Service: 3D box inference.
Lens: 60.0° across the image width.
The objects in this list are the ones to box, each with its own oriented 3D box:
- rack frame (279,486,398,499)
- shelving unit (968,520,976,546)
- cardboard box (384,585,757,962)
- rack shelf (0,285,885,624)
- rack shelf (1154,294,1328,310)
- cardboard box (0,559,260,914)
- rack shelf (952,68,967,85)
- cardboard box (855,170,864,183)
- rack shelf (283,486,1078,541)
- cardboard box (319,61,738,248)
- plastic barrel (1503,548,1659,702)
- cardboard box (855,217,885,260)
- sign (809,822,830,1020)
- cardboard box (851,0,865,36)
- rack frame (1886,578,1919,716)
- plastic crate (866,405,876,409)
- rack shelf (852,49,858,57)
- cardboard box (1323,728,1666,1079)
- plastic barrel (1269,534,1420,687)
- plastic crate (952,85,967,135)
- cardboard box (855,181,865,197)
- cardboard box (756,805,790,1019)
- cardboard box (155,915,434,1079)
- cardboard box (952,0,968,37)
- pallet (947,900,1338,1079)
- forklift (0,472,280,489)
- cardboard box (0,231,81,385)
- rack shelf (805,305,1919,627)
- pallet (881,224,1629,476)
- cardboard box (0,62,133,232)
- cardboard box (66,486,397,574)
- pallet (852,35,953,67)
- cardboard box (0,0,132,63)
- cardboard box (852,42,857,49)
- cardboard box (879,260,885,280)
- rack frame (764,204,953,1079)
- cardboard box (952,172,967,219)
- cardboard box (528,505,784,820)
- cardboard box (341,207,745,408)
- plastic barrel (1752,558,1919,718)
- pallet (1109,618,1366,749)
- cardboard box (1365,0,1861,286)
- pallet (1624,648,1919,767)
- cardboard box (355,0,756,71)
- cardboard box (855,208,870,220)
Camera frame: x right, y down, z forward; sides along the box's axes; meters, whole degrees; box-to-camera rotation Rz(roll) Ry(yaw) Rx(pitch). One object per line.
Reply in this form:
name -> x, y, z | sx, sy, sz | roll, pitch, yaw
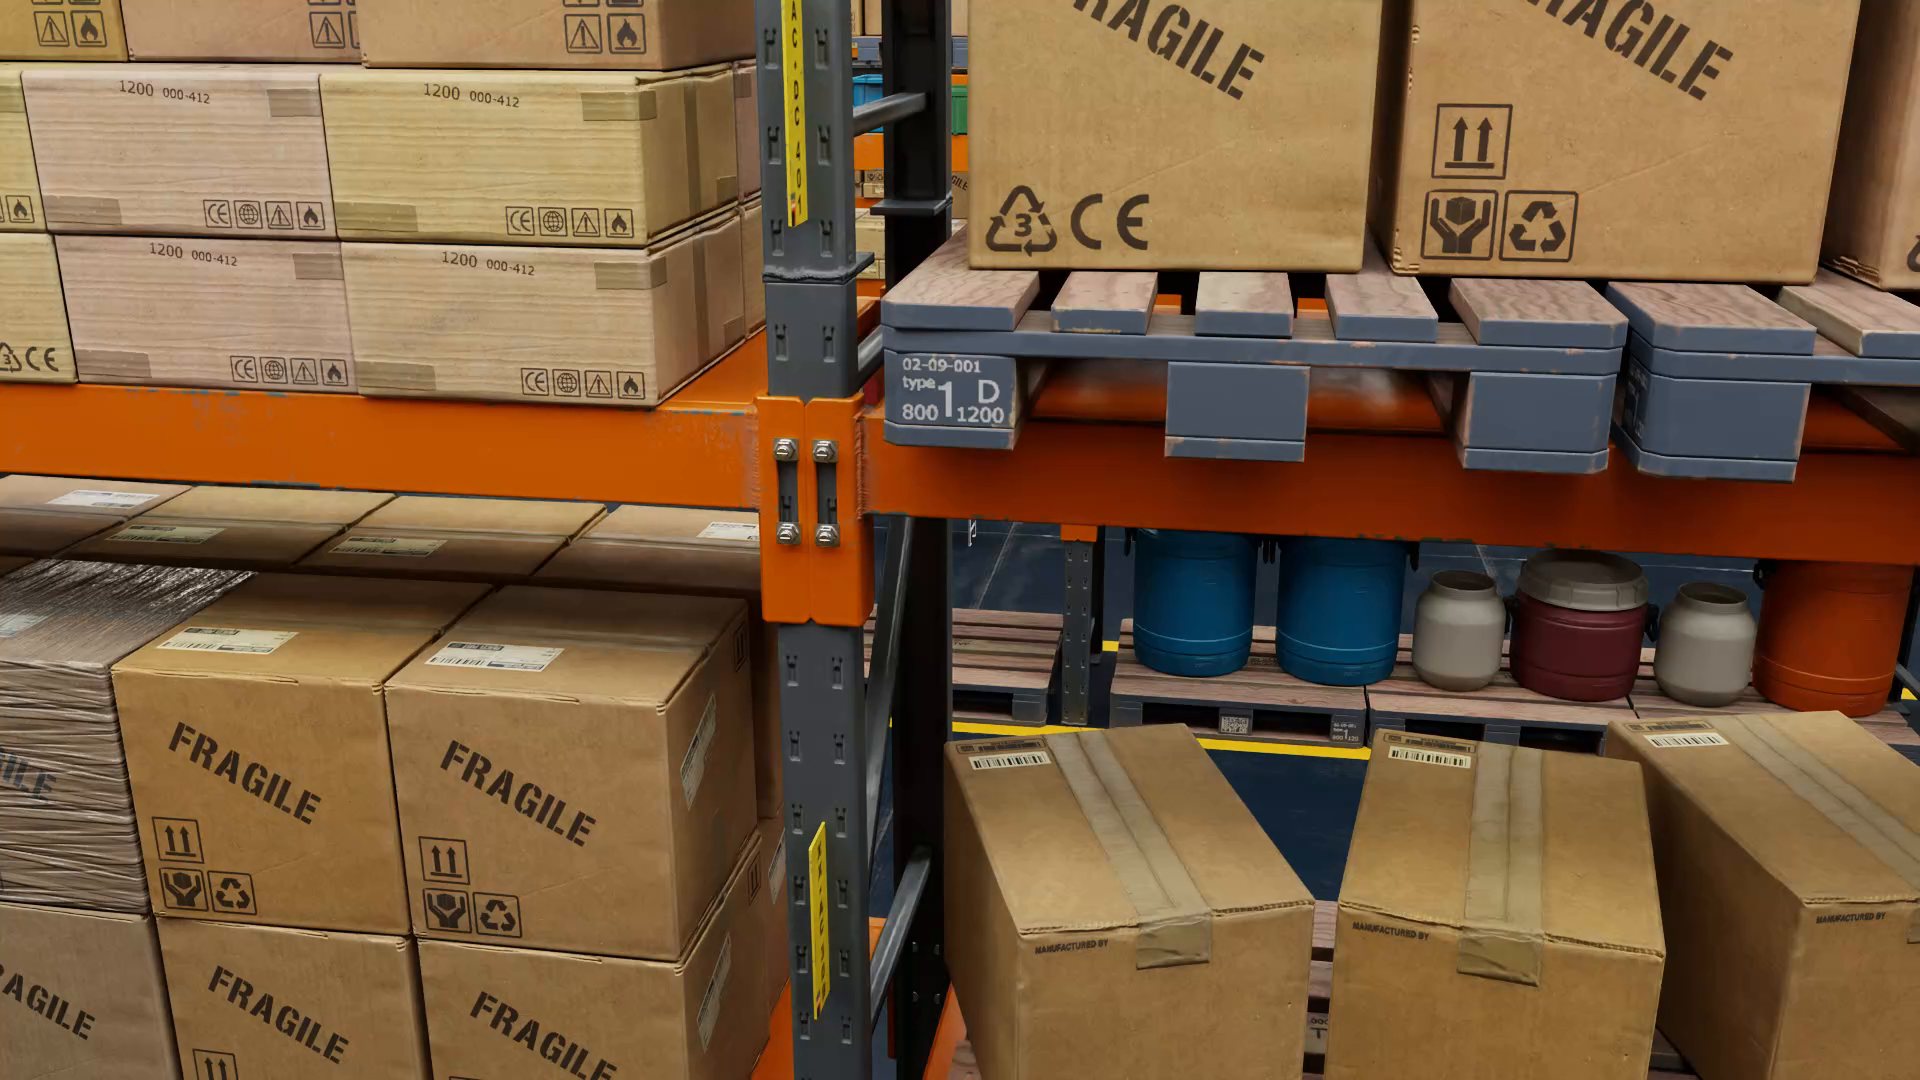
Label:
rack frame -> -3.317, -0.872, 8.683 | 0.127, 3.000, 1.000 | 3, 19, 9
shelving unit -> -0.163, -0.577, 10.638 | 0.503, 1.200, 0.258 | 3, 19, 9
cardboard box -> -0.697, 0.415, 3.103 | 0.500, 0.500, 0.500 | 3, 19, 9
rack shelf -> -2.131, -0.301, 3.383 | 4.000, 0.370, 1.077 | 3, 19, 9
rack shelf -> 3.393, -1.781, 12.532 | 4.000, 0.370, 1.077 | 3, 19, 9
cardboard box -> -1.701, 0.364, 3.254 | 0.500, 0.500, 0.500 | 3, 19, 9
rack shelf -> -0.556, -3.405, 12.658 | 4.000, 0.370, 1.077 | 3, 19, 9
cardboard box -> -1.245, -4.052, 17.560 | 0.500, 0.500, 0.500 | 4, 19, 11
rack shelf -> -1.342, -0.431, 8.496 | 4.000, 0.370, 1.077 | 3, 19, 9
cardboard box -> -0.680, -0.647, 2.731 | 0.500, 0.250, 0.500 | 3, 19, 9
plastic barrel -> 2.981, 0.399, 8.023 | 0.708, 0.588, 0.600 | 3, 19, 9
cardboard box -> -0.574, -2.310, 12.748 | 0.500, 0.250, 0.500 | 3, 19, 8
sign -> -0.235, 0.640, 2.797 | 0.005, 0.325, 0.100 | 3, 19, 9
cardboard box -> -0.955, -4.054, 12.488 | 0.500, 0.500, 0.700 | 2, 19, 5
rack frame -> 4.582, -0.470, 7.480 | 0.127, 3.000, 1.000 | 3, 19, 9
plastic crate -> -0.515, -0.541, 8.032 | 0.590, 0.125, 0.437 | 3, 19, 9
rack shelf -> 0.330, -4.954, 17.287 | 4.000, 0.370, 1.077 | 3, 19, 9
cardboard box -> 0.964, 0.743, 3.037 | 0.500, 0.500, 0.700 | 6, 19, 17
plastic barrel -> 1.866, 0.193, 8.143 | 0.708, 0.901, 0.600 | 3, 19, 9
plastic crate -> 0.166, -1.920, 7.420 | 0.662, 0.188, 0.450 | 3, 19, 9
cardboard box -> -1.119, -3.735, 17.634 | 0.250, 0.149, 0.380 | 4, 19, 11
cardboard box -> -0.617, 0.722, 3.760 | 0.500, 0.500, 0.500 | 3, 19, 10
cardboard box -> -1.200, 0.863, 3.339 | 0.500, 0.500, 0.500 | 3, 19, 10
cardboard box -> 0.106, -3.988, 12.291 | 0.500, 0.500, 0.700 | 4, 19, 11
pallet -> 0.615, 1.046, 3.252 | 1.213, 0.211, 1.003 | 3, 19, 9
forklift -> -2.728, -0.056, 6.351 | 3.031, 2.935, 1.130 | 4, 19, 10
cardboard box -> -1.666, -0.463, 2.968 | 0.500, 0.250, 0.500 | 3, 19, 9
rack shelf -> 1.818, -0.100, 2.781 | 4.000, 0.370, 1.077 | 3, 19, 9
pallet -> 0.476, -0.398, 2.834 | 1.003, 0.211, 1.213 | 3, 19, 9
cardboard box -> -1.666, -0.699, 2.887 | 0.500, 0.250, 0.500 | 3, 19, 9
cardboard box -> -1.594, 0.195, 3.759 | 0.500, 0.500, 0.500 | 2, 19, 7
pallet -> -0.589, -3.710, 12.576 | 1.213, 0.211, 1.003 | 3, 19, 9
cardboard box -> -1.609, -1.169, 3.108 | 0.500, 0.500, 0.700 | 3, 19, 9
cardboard box -> -1.242, -5.222, 17.190 | 0.500, 0.250, 0.500 | 4, 19, 11
cardboard box -> -0.455, -2.094, 12.730 | 0.250, 0.149, 0.380 | 3, 19, 10
rack frame -> -0.157, 0.881, 3.444 | 0.127, 3.000, 1.000 | 3, 19, 9
cardboard box -> -0.014, -2.804, 13.043 | 0.500, 0.500, 0.500 | 2, 19, 7
cardboard box -> -0.577, 0.247, 3.604 | 0.500, 0.500, 0.500 | 3, 19, 10
cardboard box -> -0.679, -0.412, 2.816 | 0.500, 0.250, 0.500 | 3, 19, 9
plastic barrel -> 4.096, 0.341, 7.815 | 0.708, 0.830, 0.600 | 3, 19, 9
pallet -> 1.388, 0.703, 8.369 | 1.213, 0.211, 1.003 | 3, 19, 9
cardboard box -> 0.992, -0.761, 2.646 | 0.600, 0.600, 0.600 | 3, 19, 8
pallet -> 3.797, 0.826, 8.002 | 1.213, 0.211, 1.003 | 3, 19, 9
cardboard box -> -0.643, -1.076, 2.831 | 0.500, 0.500, 0.700 | 3, 19, 9
cardboard box -> -1.007, -2.502, 13.320 | 0.500, 0.250, 0.500 | 2, 19, 7
